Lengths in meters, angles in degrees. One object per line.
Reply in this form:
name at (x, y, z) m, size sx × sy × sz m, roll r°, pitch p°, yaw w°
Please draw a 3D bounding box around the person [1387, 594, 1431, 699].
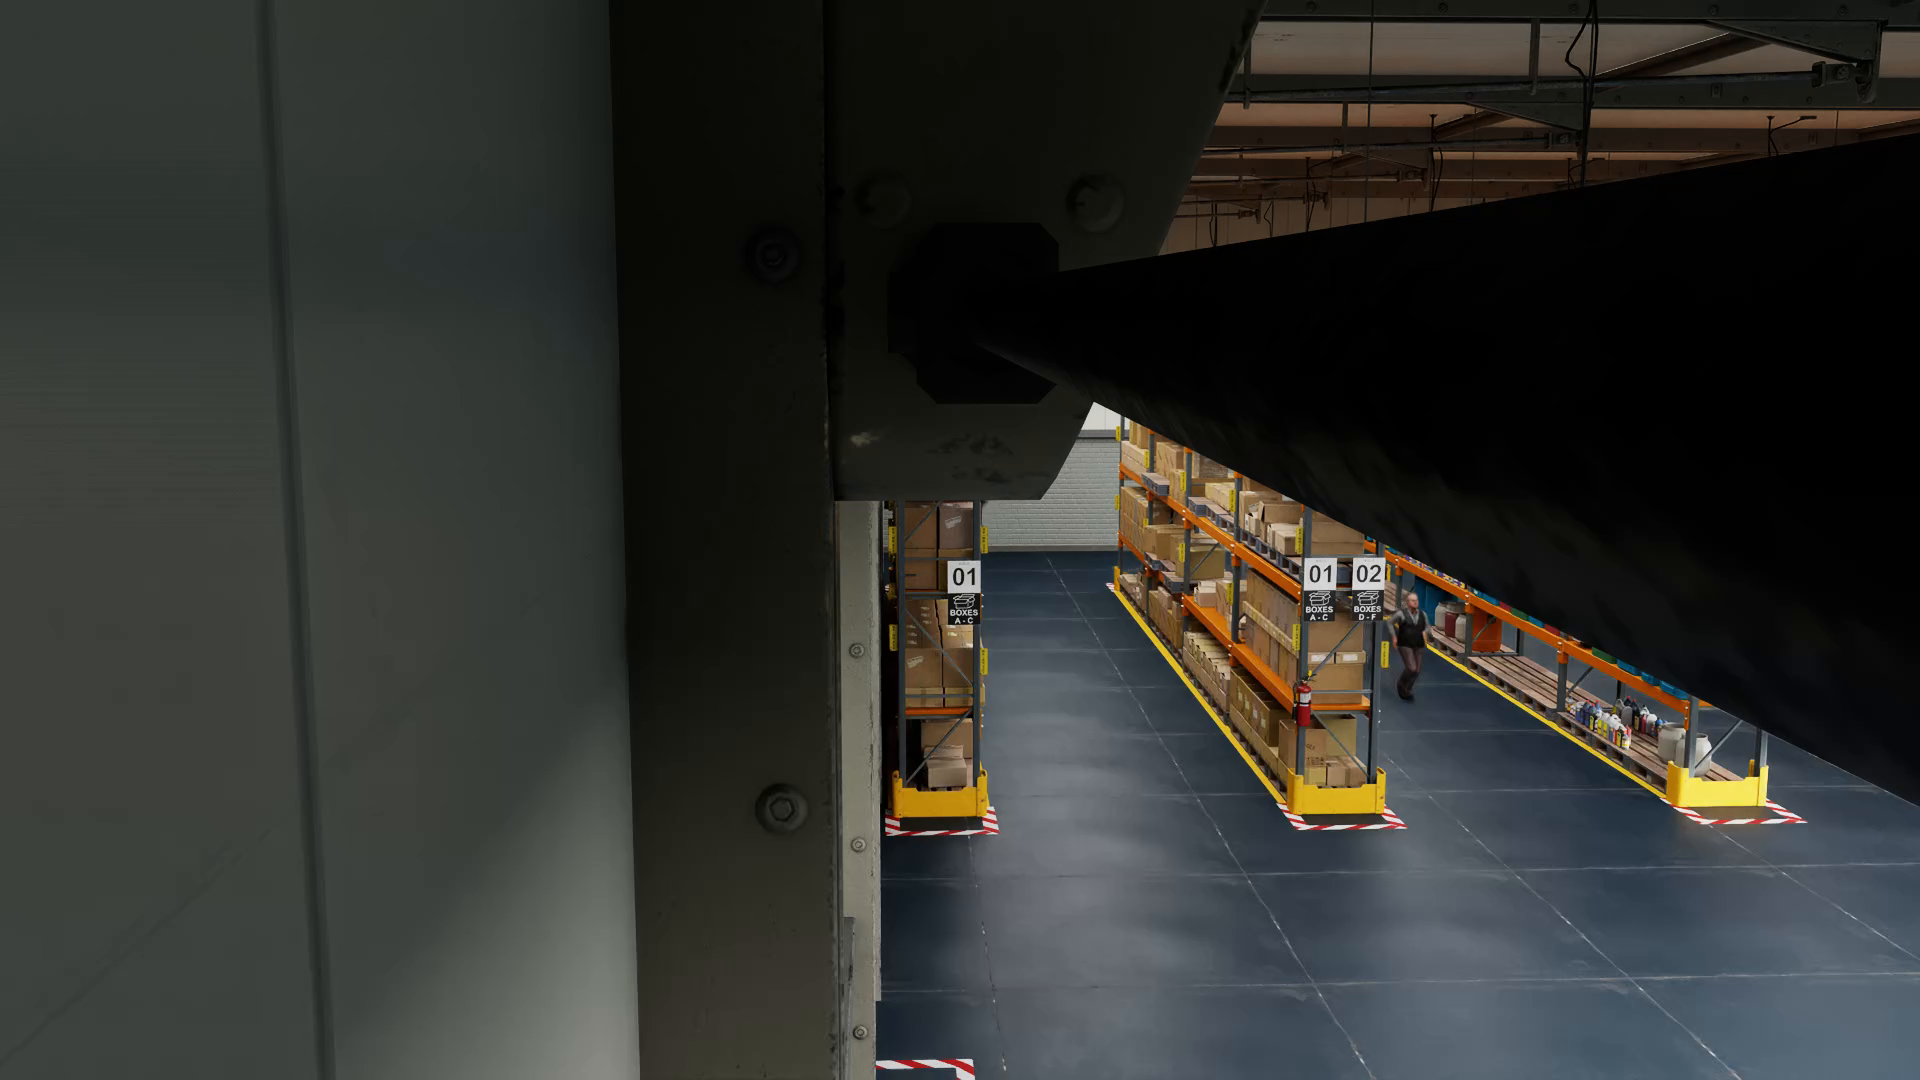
person at (7.153, 1.702, 26.325) m, size 0.639 × 1.685 × 0.651 m, roll -2°, pitch 8°, yaw -12°
